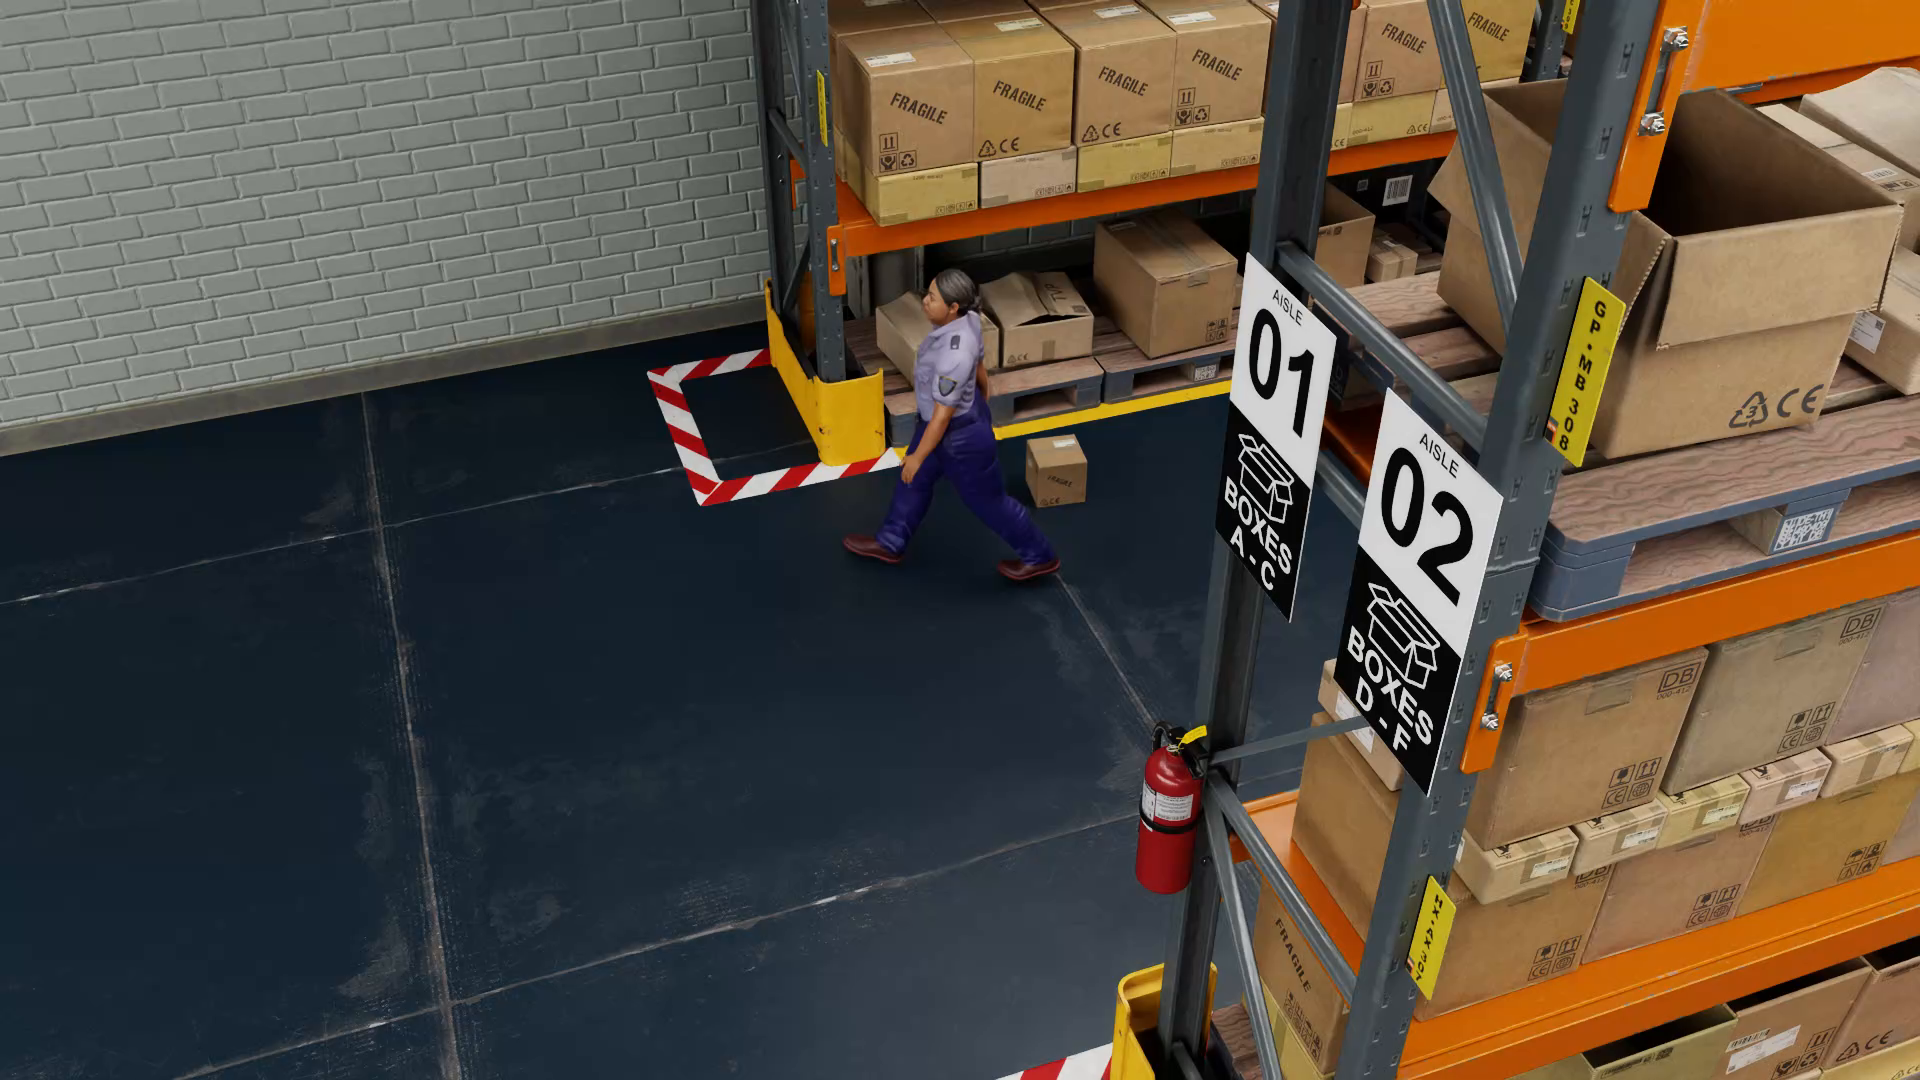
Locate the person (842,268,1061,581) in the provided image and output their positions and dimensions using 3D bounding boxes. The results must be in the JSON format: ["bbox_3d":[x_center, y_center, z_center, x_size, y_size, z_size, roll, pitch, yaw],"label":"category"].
[{"bbox_3d":[-0.051,-0.487,7.428,1.024,1.595,0.515,0,38,-1],"label":"person"}]
